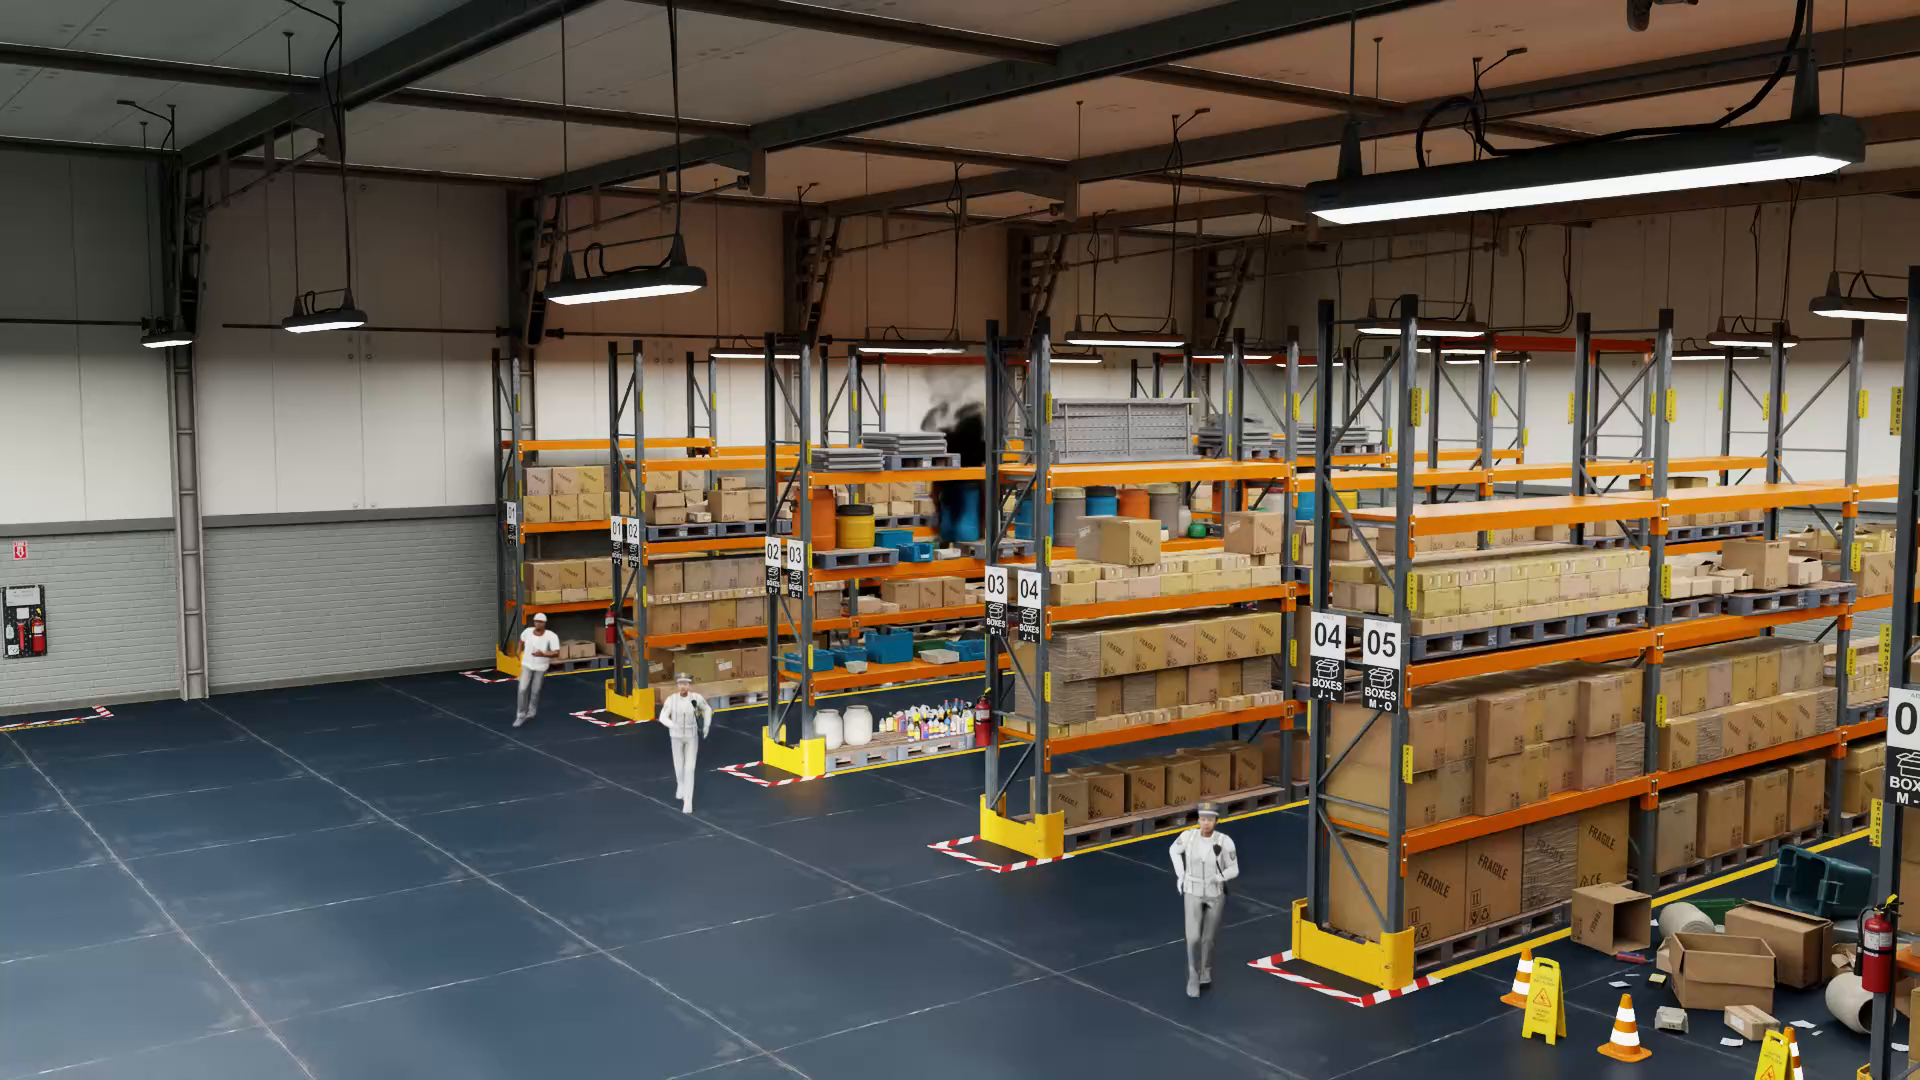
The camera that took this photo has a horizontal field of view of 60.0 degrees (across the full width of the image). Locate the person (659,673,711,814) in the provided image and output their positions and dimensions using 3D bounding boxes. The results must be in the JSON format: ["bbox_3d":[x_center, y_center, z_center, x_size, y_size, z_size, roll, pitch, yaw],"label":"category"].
[{"bbox_3d":[-3.438,2.492,20.828,0.633,1.723,0.826,0,5,-5],"label":"person"}]

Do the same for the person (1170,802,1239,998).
[{"bbox_3d":[2.094,3.077,14.322,0.599,1.720,0.655,1,5,10],"label":"person"}]

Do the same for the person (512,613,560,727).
[{"bbox_3d":[-6.626,2.024,26.119,0.728,1.814,0.728,0,5,-2],"label":"person"}]
